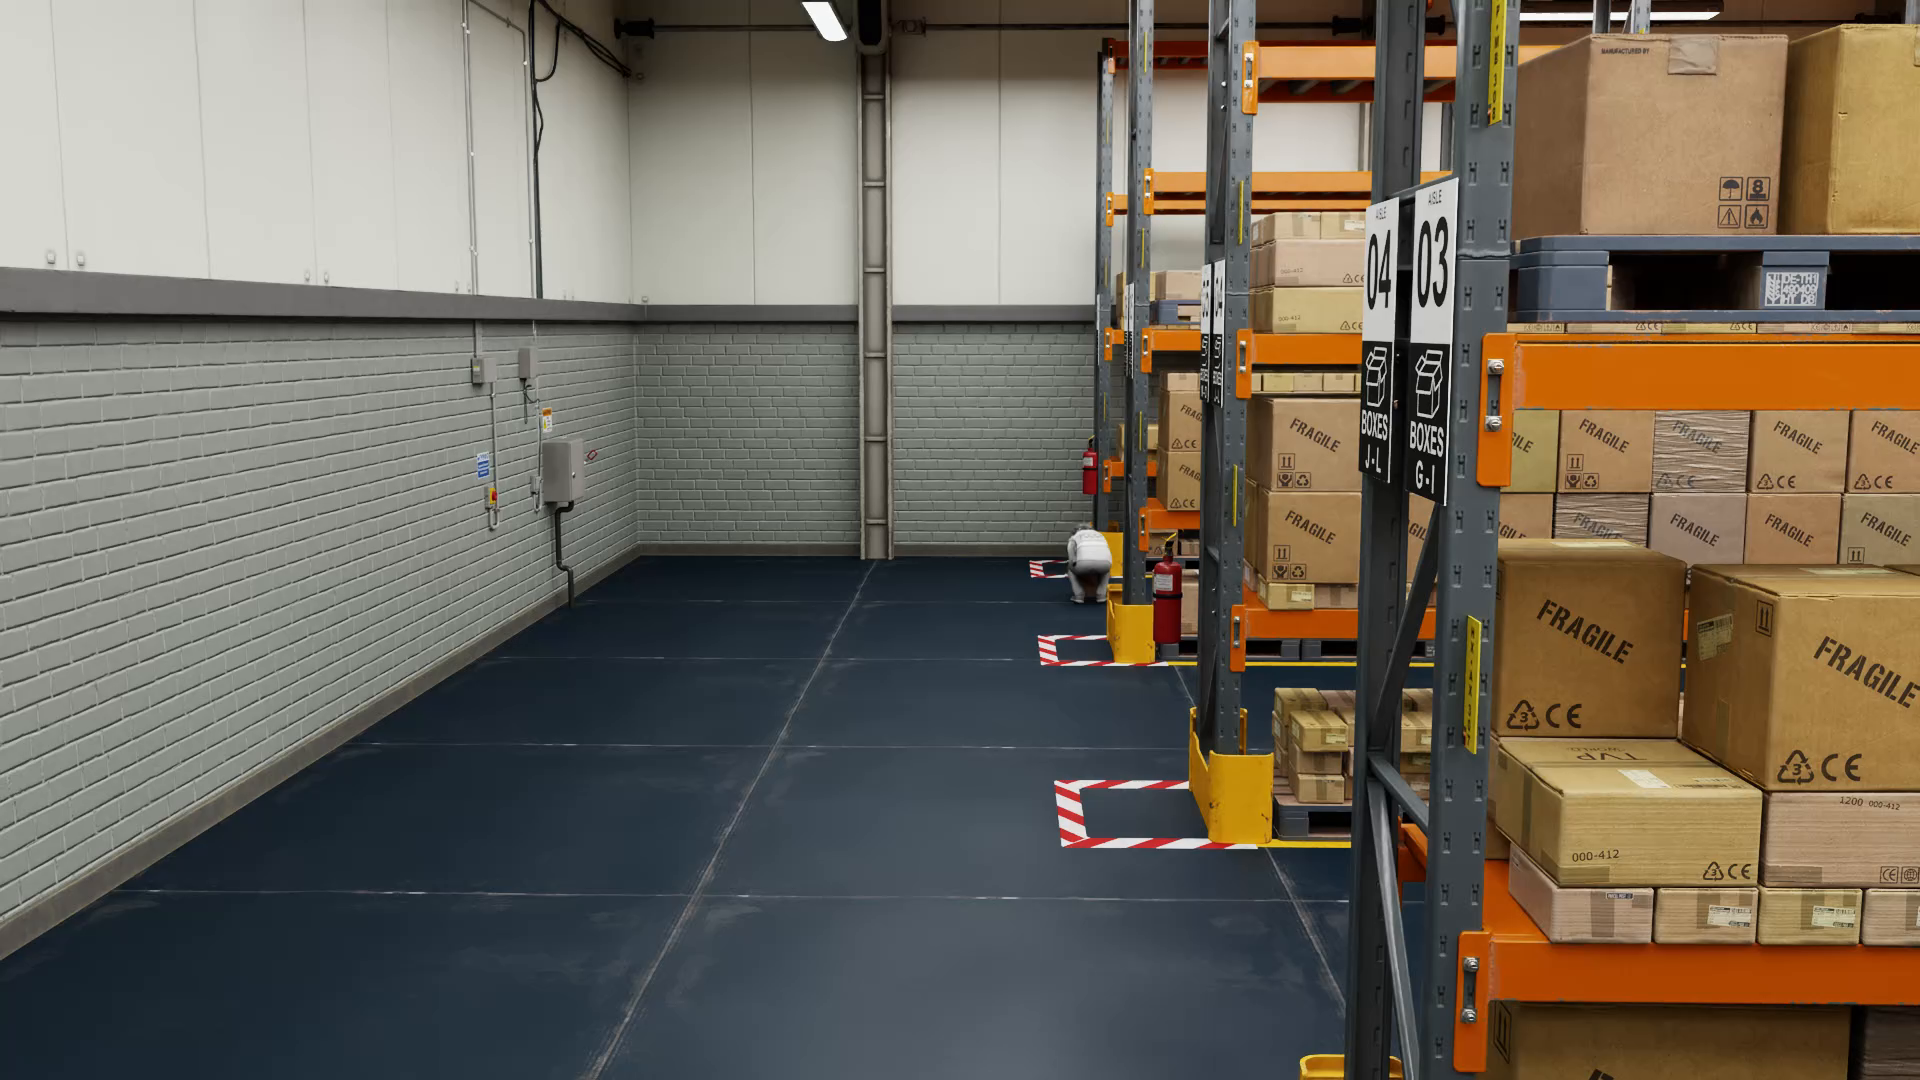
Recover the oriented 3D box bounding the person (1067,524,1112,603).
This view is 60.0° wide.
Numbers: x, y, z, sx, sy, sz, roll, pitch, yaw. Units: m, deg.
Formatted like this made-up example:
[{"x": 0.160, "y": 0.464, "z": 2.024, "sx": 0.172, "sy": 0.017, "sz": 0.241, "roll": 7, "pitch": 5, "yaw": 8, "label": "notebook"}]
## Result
[{"x": 1.346, "y": 0.263, "z": 17.371, "sx": 0.454, "sy": 0.791, "sz": 0.915, "roll": 0, "pitch": 7, "yaw": 0, "label": "person"}]
